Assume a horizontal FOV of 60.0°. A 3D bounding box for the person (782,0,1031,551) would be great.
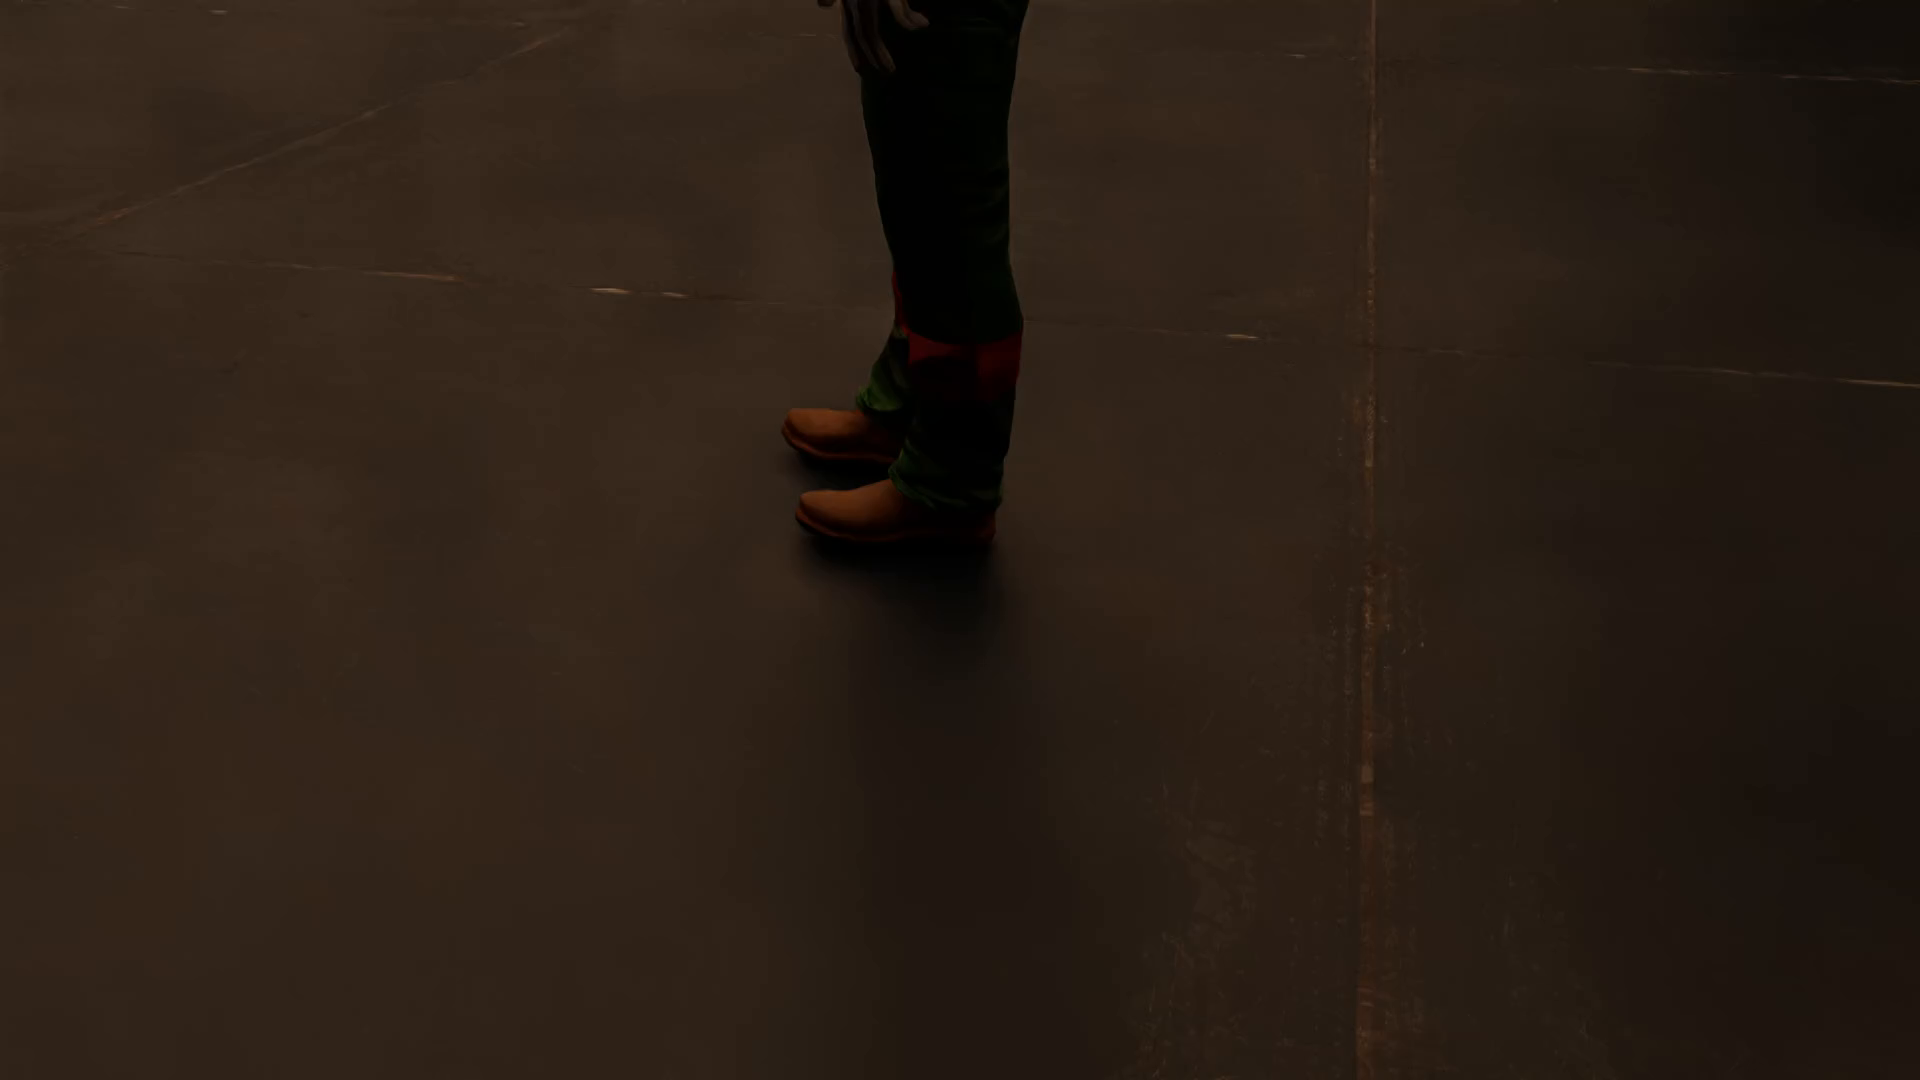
[{"bbox_3d":[-0.076,-0.818,2.119,0.563,1.787,0.637,6,27,11],"label":"person"}]
